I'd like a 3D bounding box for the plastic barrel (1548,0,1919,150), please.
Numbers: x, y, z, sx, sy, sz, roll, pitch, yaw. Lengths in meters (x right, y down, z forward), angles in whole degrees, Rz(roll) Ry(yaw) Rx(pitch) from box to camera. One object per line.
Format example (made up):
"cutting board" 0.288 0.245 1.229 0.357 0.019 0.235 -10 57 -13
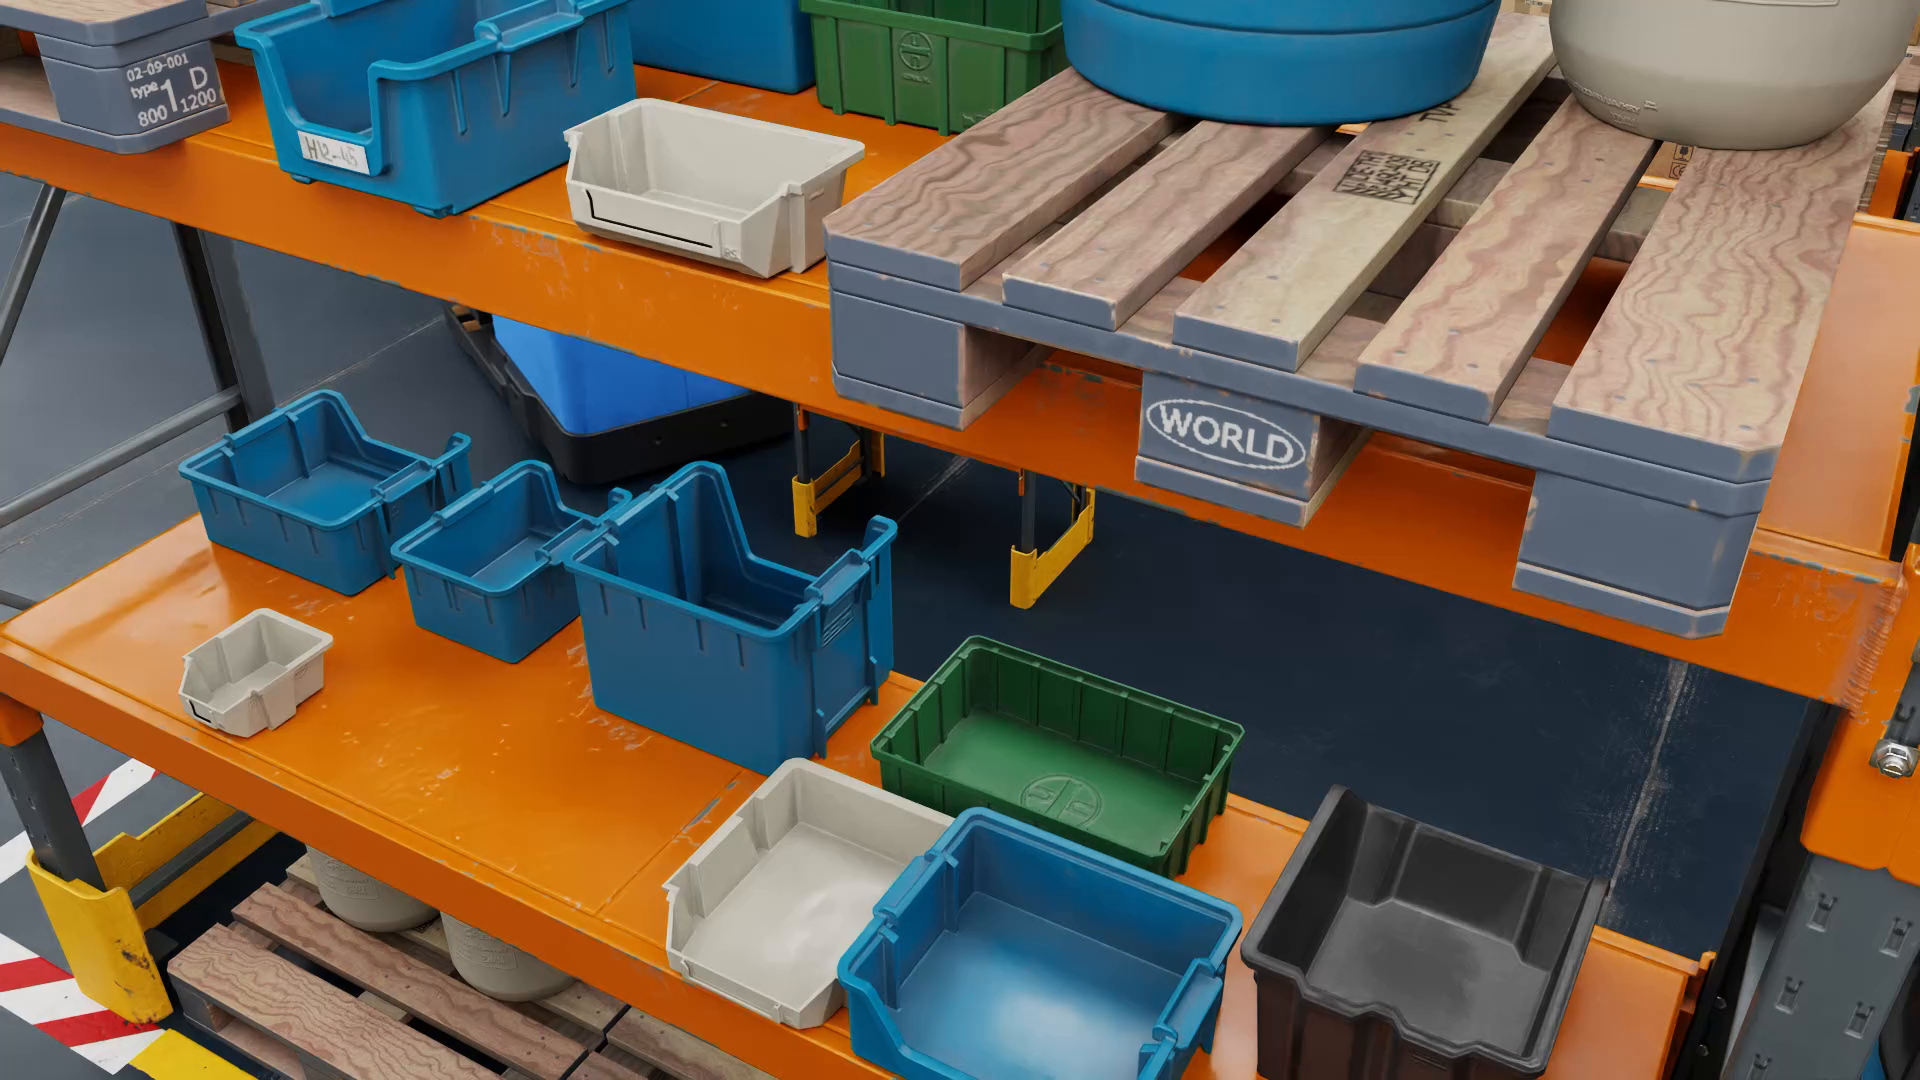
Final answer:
"plastic barrel" 0.966 -0.775 2.022 0.421 0.512 0.421 0 34 0

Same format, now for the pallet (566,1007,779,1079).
"pallet" -0.383 1.528 4.265 1.213 0.211 1.003 18 37 24

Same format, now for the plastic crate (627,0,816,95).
"plastic crate" -0.425 -1.055 2.936 0.575 0.384 0.392 18 37 24

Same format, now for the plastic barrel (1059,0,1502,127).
"plastic barrel" 0.431 -1.050 2.083 0.708 0.901 0.600 18 37 24

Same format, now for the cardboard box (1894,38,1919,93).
"cardboard box" 3.361 -1.759 6.009 0.250 0.149 0.380 18 37 24

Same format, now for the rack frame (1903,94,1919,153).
"rack frame" 6.158 -3.860 9.841 0.127 3.000 1.000 18 37 24

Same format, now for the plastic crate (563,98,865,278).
"plastic crate" -0.352 -0.478 2.294 0.396 0.136 0.243 18 37 24

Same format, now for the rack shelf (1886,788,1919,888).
"rack shelf" 2.979 0.508 1.223 4.000 0.370 1.077 18 37 24

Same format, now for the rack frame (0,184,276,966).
"rack frame" -2.230 -0.193 4.333 0.127 3.000 1.000 18 37 24

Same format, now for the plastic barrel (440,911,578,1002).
"plastic barrel" -1.186 0.950 4.483 0.421 0.512 0.421 0 34 0

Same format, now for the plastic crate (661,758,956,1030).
"plastic crate" -0.293 0.692 3.242 0.437 0.136 0.530 18 37 24

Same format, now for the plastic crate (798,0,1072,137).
"plastic crate" 0.008 -0.818 2.757 0.450 0.188 0.336 18 37 24

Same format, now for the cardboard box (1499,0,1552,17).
"cardboard box" 2.259 -2.109 6.535 0.250 0.149 0.380 19 38 26

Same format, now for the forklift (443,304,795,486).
"forklift" -1.894 -2.238 7.466 1.130 2.935 3.031 -18 38 -24

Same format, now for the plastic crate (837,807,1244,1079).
"plastic crate" 0.147 0.796 2.983 0.616 0.251 0.499 18 37 24

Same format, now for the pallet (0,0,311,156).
"pallet" -1.561 -1.088 3.142 1.213 0.211 1.003 18 37 24

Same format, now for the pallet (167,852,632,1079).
"pallet" -1.438 1.192 4.769 1.213 0.211 1.003 18 37 24

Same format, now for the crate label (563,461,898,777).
"crate label" -0.498 0.169 3.759 0.616 0.435 0.502 18 37 24

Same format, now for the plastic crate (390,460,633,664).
"plastic crate" -1.086 0.044 4.112 0.408 0.251 0.499 18 37 24

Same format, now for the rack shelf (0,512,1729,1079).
"rack shelf" -0.494 0.657 3.707 4.000 0.370 1.077 18 37 24

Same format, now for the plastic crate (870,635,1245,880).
"plastic crate" 0.204 0.486 3.504 0.662 0.188 0.450 18 37 24

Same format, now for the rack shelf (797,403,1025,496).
"rack shelf" -0.074 -0.498 6.469 1.000 0.185 0.538 18 37 24

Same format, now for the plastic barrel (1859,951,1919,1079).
"plastic barrel" 1.428 0.951 2.164 0.708 0.901 0.600 18 37 24

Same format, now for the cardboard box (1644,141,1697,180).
"cardboard box" 2.854 -1.778 6.623 0.500 0.500 0.700 17 37 24

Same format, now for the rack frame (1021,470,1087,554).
"rack frame" 0.367 -0.508 6.160 0.032 1.500 0.500 18 37 24

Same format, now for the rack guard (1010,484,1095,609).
"rack guard" 0.366 0.012 6.507 0.087 0.250 0.587 18 37 24

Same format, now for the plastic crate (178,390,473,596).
"plastic crate" -1.647 -0.137 4.384 0.616 0.251 0.499 18 37 24

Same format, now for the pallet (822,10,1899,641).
"pallet" 0.568 -0.414 2.129 1.003 0.211 1.213 18 37 24

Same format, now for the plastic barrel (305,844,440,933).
"plastic barrel" -1.621 0.812 4.690 0.421 0.512 0.421 0 34 0

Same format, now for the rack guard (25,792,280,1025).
"rack guard" -2.141 0.846 5.029 0.348 0.500 1.175 18 37 24

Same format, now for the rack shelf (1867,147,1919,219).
"rack shelf" 1.967 -1.726 7.285 4.000 0.370 1.077 18 37 24

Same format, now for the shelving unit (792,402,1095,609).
"shelving unit" -0.066 -0.645 6.366 1.083 1.500 0.587 18 37 24

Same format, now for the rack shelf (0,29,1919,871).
"rack shelf" -0.494 -0.592 2.875 4.000 0.370 1.077 18 37 24

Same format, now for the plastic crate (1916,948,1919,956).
"plastic crate" 1.815 0.867 2.685 0.583 0.464 0.402 18 37 24

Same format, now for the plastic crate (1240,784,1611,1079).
"plastic crate" 0.851 0.728 3.006 0.504 0.338 0.767 18 37 24

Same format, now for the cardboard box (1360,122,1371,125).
"cardboard box" 1.975 -2.058 7.044 0.500 0.500 0.700 19 38 26

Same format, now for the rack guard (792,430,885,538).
"rack guard" -0.499 -0.262 6.918 0.087 0.250 0.587 18 37 24

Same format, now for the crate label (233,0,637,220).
"crate label" -0.769 -0.706 2.531 0.408 0.251 0.502 18 37 24

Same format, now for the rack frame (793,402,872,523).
"rack frame" -0.515 -0.788 6.579 0.032 1.500 0.500 18 37 24

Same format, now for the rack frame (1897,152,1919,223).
"rack frame" 3.703 -1.475 6.259 0.127 3.000 1.000 18 37 24

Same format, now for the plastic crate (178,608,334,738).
"plastic crate" -1.613 0.318 3.804 0.250 0.136 0.298 18 37 24

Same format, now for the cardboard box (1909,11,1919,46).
"cardboard box" 3.315 -2.176 6.051 0.500 0.500 0.700 18 38 25

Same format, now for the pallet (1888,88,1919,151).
"pallet" 5.557 -2.867 10.865 1.213 0.211 1.003 18 37 24

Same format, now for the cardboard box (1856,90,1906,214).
"cardboard box" 3.315 -1.636 6.410 0.500 0.500 0.700 17 37 23
